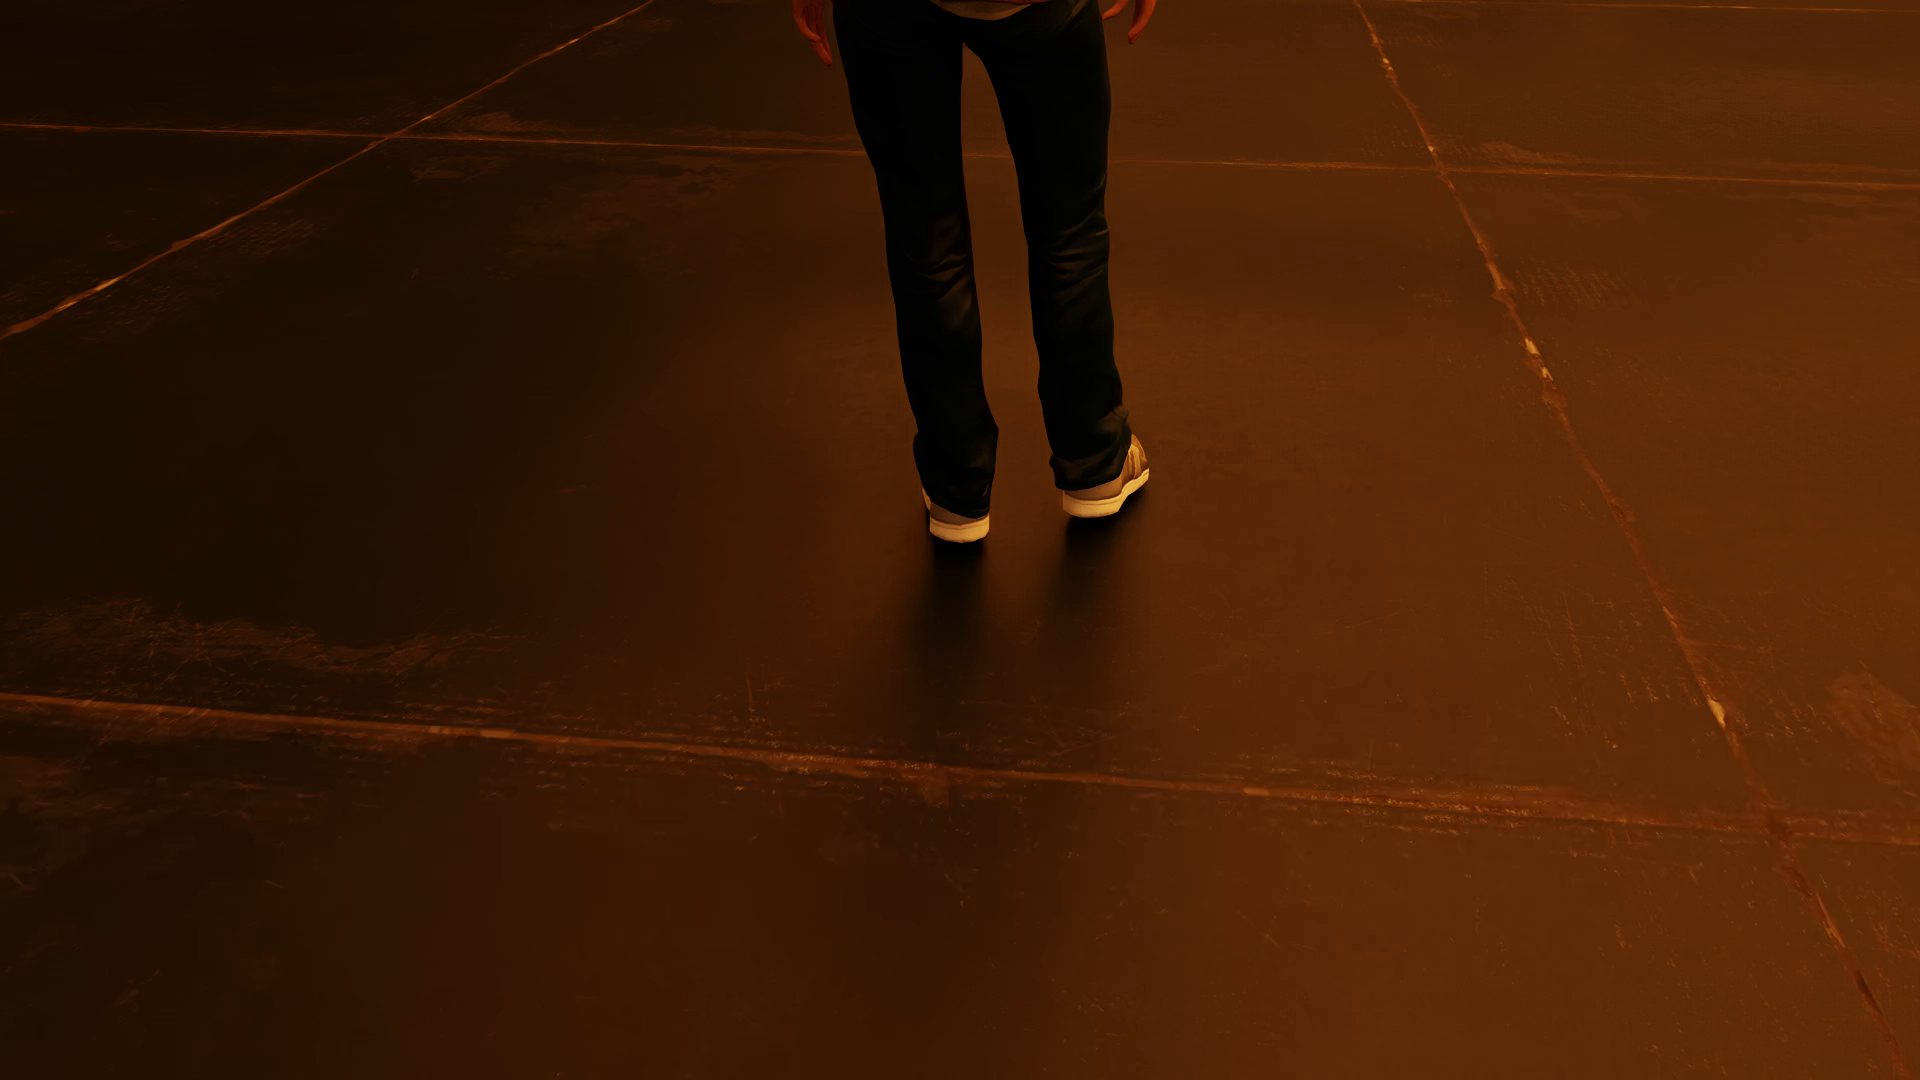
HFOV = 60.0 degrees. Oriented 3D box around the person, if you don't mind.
[{"bbox_3d":[0.024,-0.753,2.204,0.520,1.597,0.476,3,27,7],"label":"person"}]
